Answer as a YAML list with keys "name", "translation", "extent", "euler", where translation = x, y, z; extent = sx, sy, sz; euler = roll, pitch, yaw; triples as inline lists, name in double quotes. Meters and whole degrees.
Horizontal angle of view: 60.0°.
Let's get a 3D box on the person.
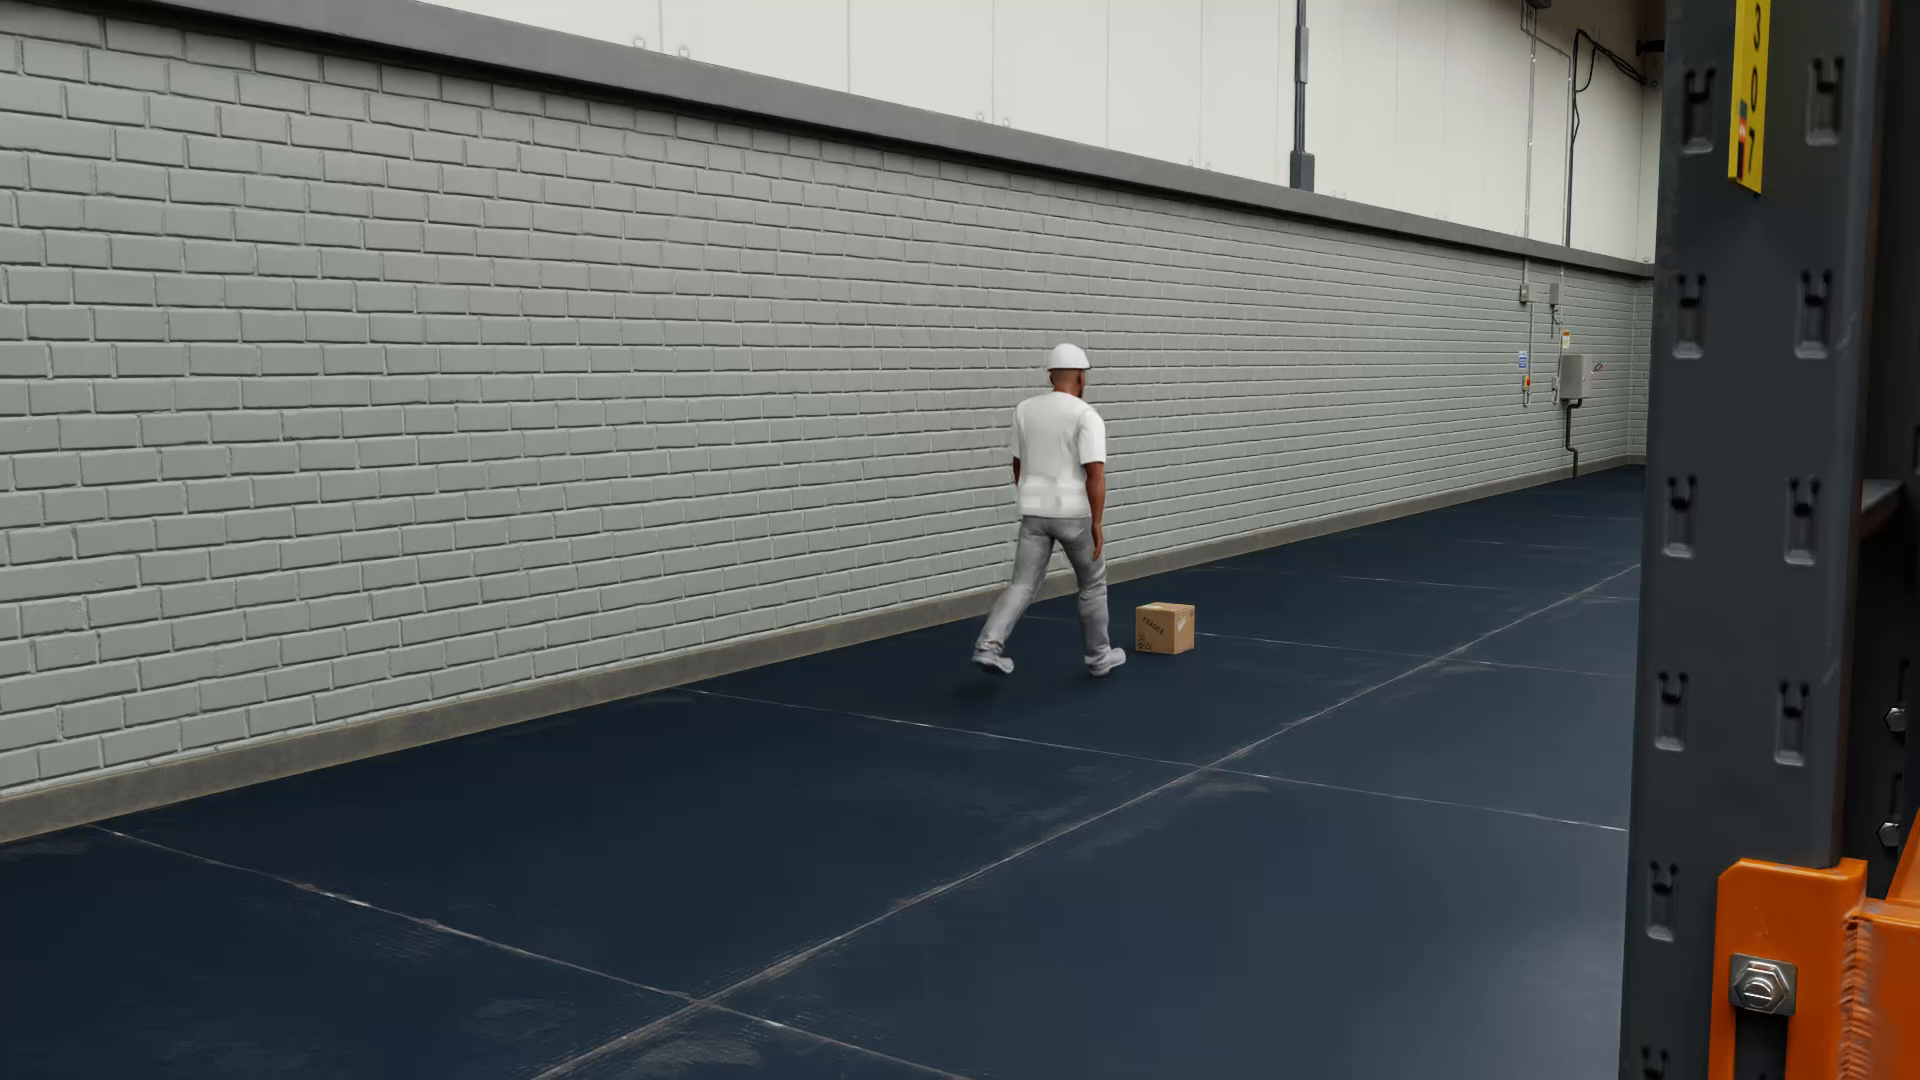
- name: "person"
  translation: [0.498, -0.130, 8.459]
  extent: [0.594, 1.732, 1.041]
  euler: [4, 7, 33]
